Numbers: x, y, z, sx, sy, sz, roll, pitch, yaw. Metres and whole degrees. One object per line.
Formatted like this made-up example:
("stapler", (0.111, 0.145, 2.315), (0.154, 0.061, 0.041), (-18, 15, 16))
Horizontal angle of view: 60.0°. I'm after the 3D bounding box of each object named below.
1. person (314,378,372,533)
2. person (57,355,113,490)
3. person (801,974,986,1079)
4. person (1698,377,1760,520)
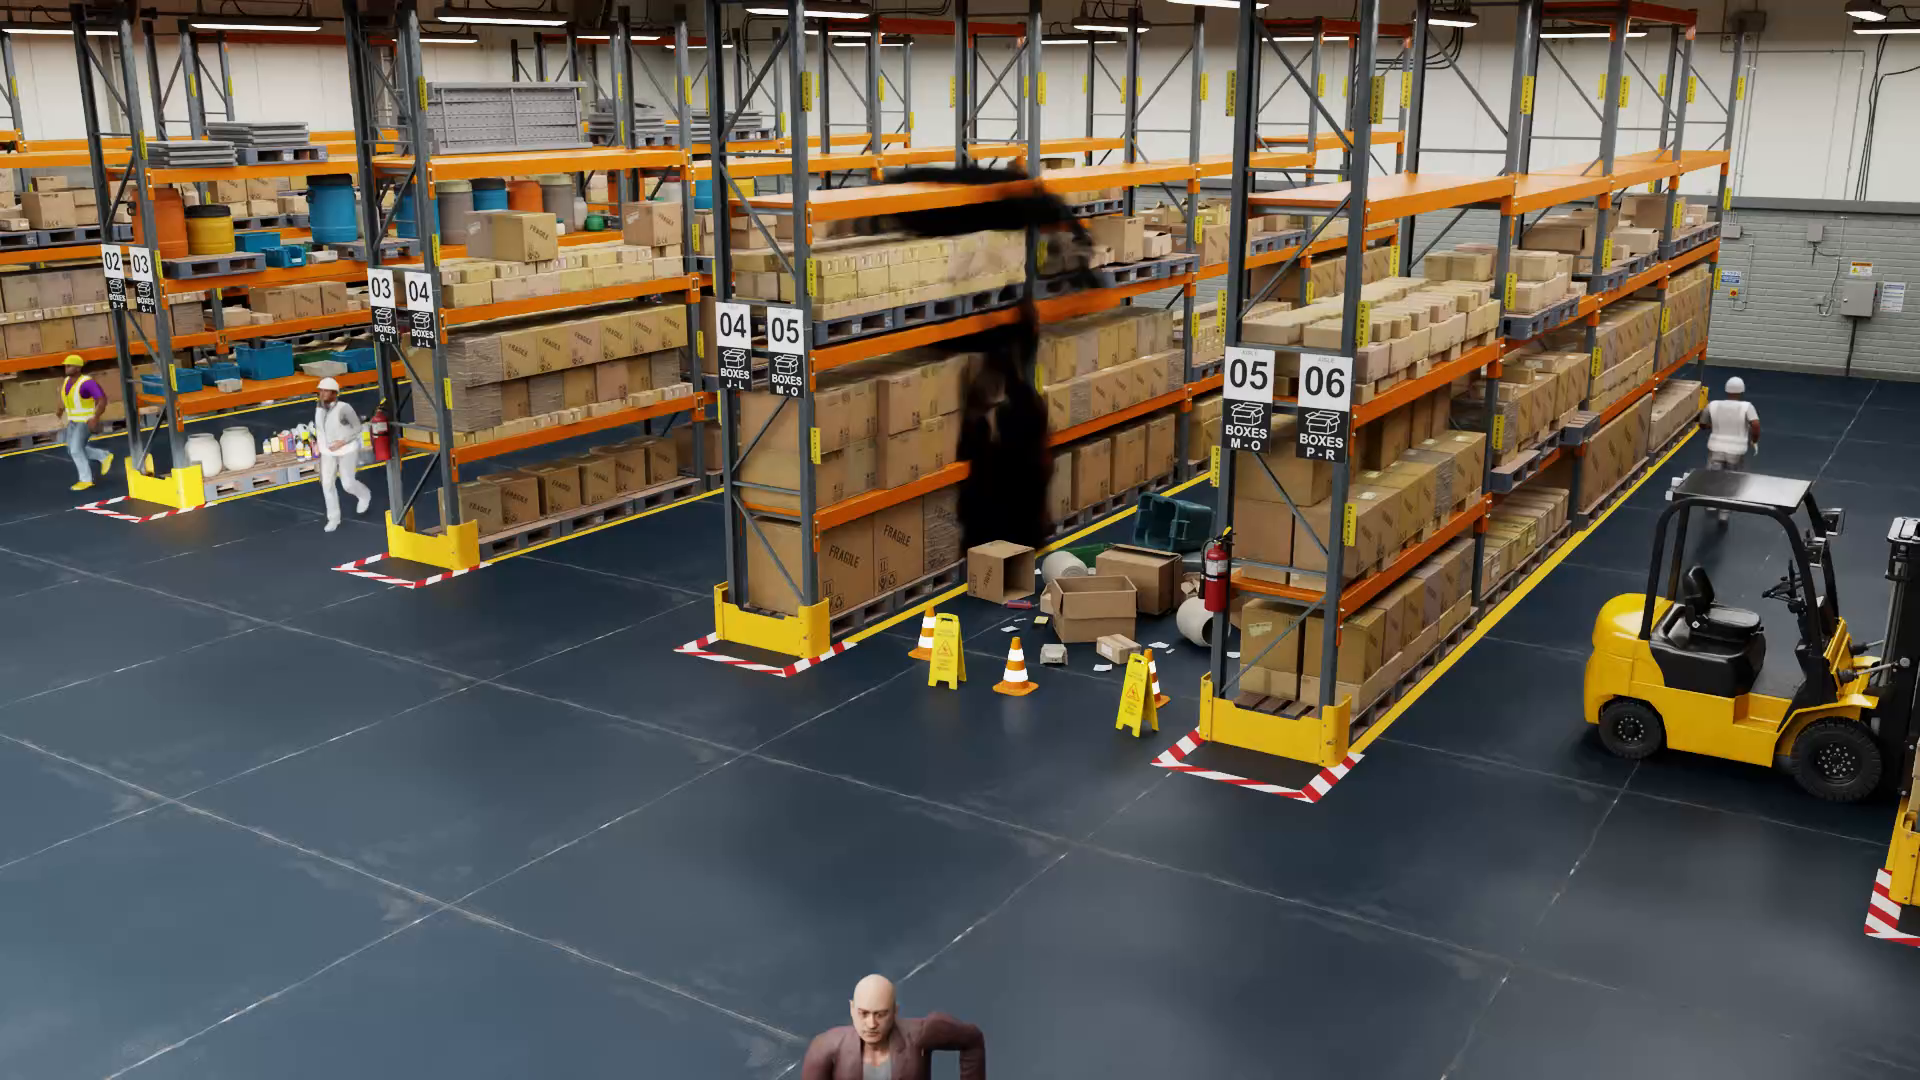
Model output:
("person", (-7.311, -1.042, 19.693), (0.658, 1.804, 0.825), (4, 16, 13))
("person", (-11.379, -1.551, 21.609), (0.720, 1.734, 0.655), (10, 18, 32))
("person", (-0.278, 2.548, 6.788), (0.759, 1.727, 0.793), (1, 16, 5))
("person", (8.950, -1.020, 19.432), (0.679, 1.781, 0.992), (8, 18, 27))
